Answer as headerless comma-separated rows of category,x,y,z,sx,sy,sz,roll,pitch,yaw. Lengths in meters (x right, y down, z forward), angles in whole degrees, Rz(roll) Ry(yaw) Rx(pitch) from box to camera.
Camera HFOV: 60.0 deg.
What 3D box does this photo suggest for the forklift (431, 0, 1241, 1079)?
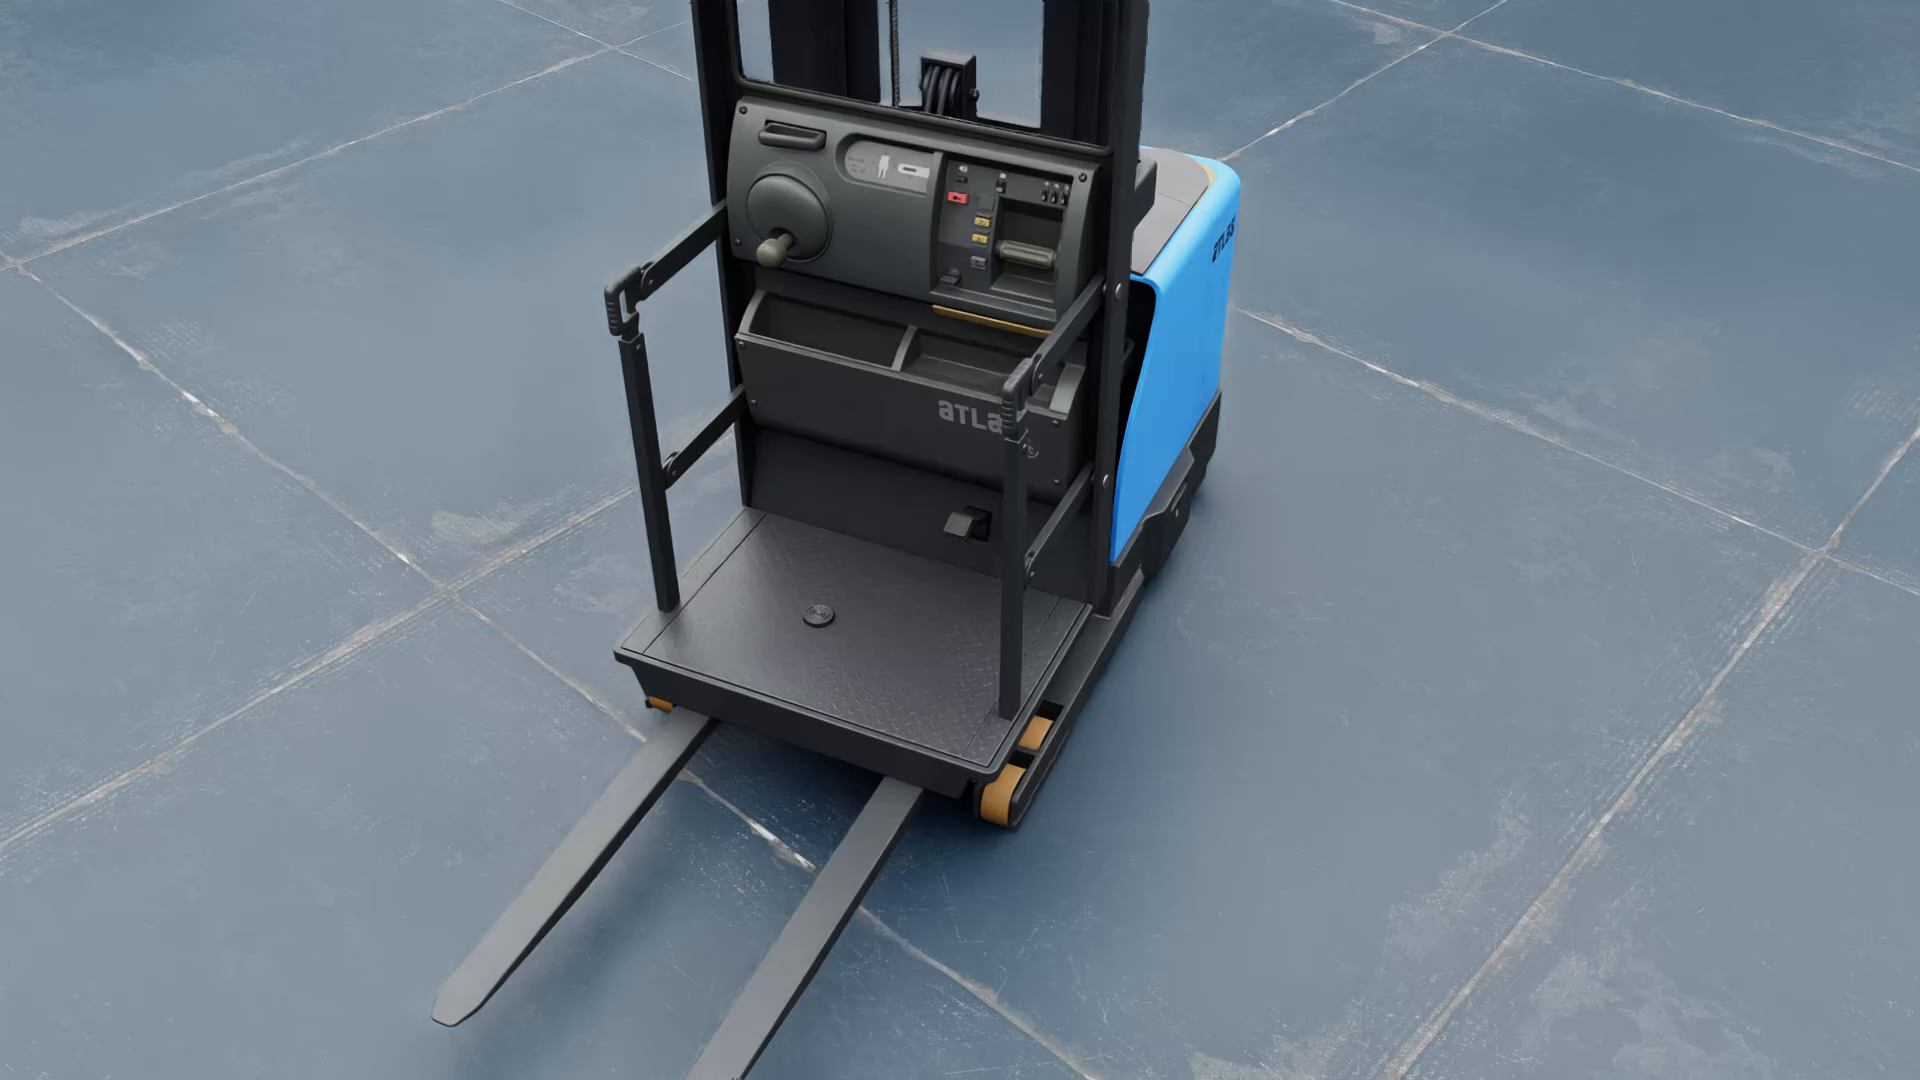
forklift,-0.220,-0.714,3.793,1.130,2.935,3.031,16,41,19
